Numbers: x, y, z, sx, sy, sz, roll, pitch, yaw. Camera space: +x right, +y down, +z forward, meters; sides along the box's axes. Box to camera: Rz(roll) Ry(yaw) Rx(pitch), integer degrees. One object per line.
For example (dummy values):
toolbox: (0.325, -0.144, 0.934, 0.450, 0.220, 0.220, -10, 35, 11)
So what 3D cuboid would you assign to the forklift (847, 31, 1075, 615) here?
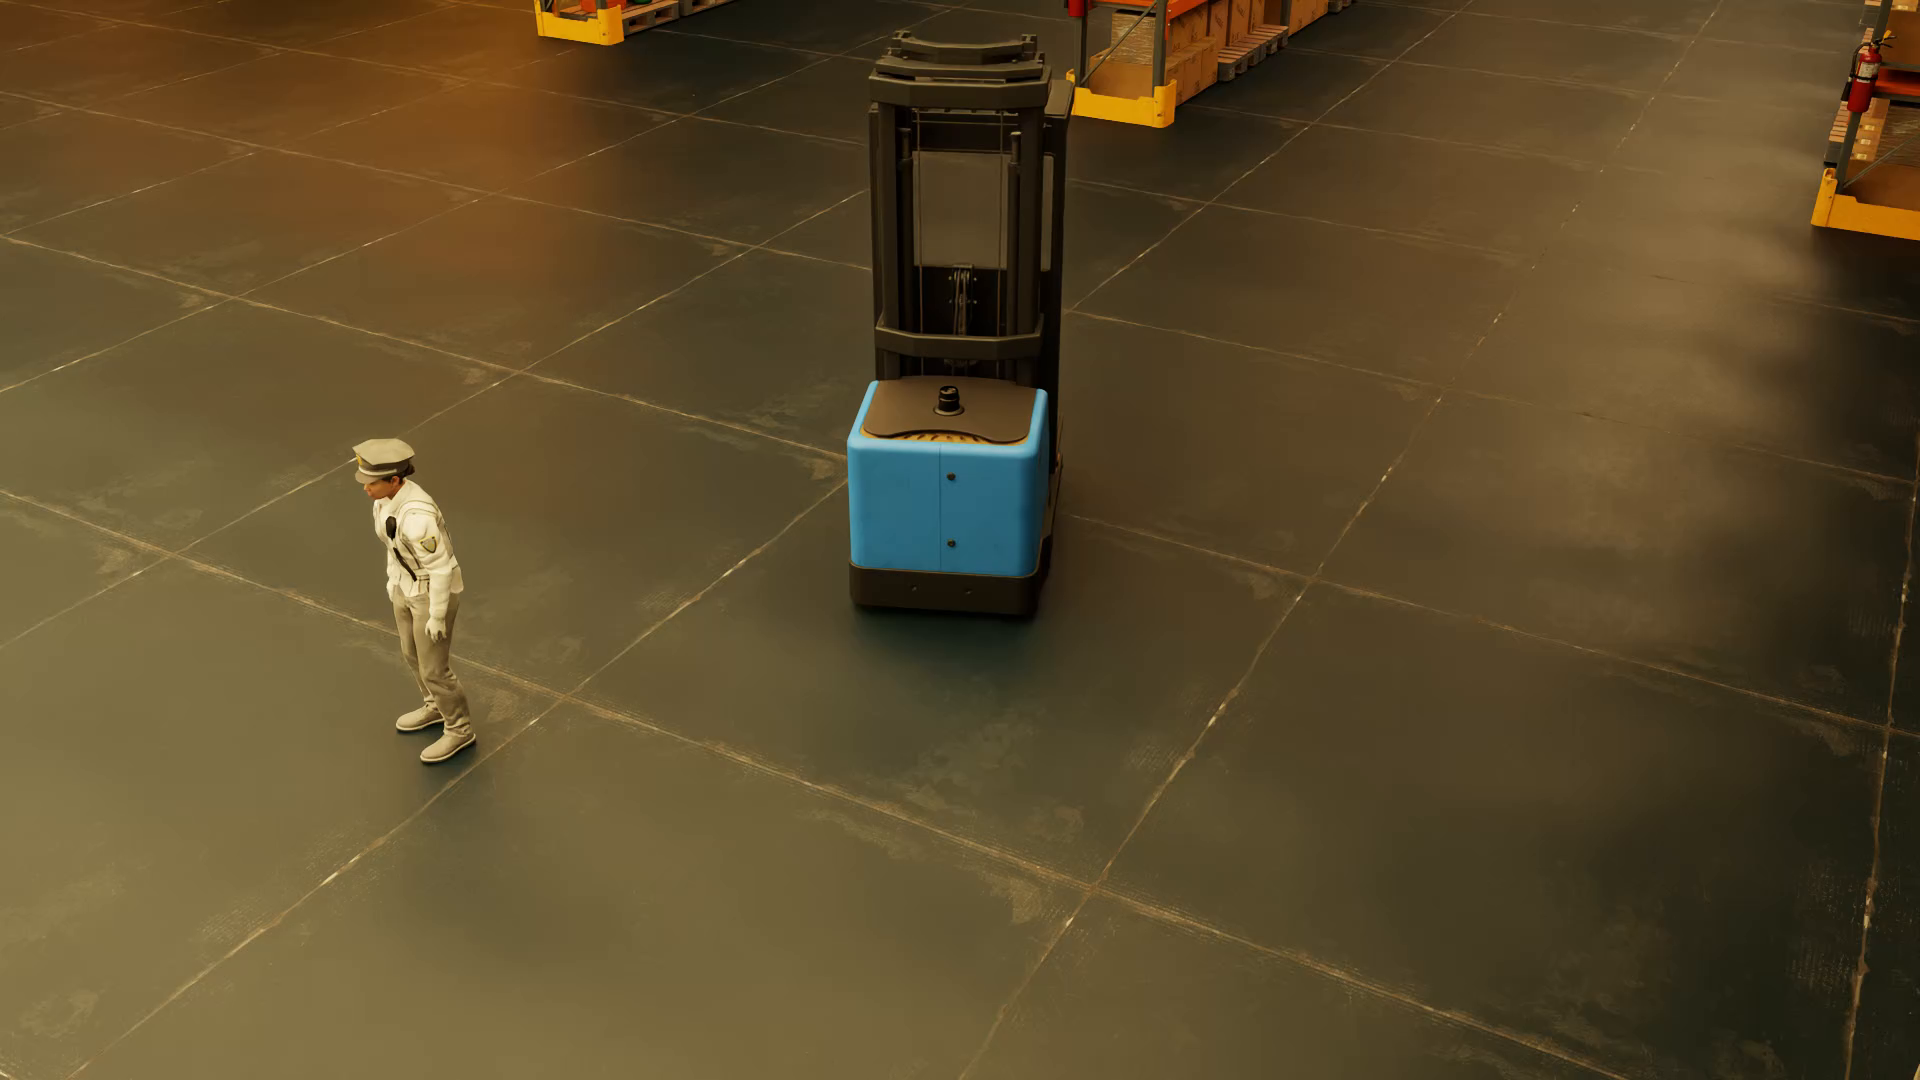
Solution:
forklift: (0.072, -1.572, 9.794, 1.130, 2.935, 3.031, 3, 30, 6)

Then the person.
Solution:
person: (-2.558, 0.269, 7.875, 0.376, 1.662, 0.543, -22, 37, -33)
